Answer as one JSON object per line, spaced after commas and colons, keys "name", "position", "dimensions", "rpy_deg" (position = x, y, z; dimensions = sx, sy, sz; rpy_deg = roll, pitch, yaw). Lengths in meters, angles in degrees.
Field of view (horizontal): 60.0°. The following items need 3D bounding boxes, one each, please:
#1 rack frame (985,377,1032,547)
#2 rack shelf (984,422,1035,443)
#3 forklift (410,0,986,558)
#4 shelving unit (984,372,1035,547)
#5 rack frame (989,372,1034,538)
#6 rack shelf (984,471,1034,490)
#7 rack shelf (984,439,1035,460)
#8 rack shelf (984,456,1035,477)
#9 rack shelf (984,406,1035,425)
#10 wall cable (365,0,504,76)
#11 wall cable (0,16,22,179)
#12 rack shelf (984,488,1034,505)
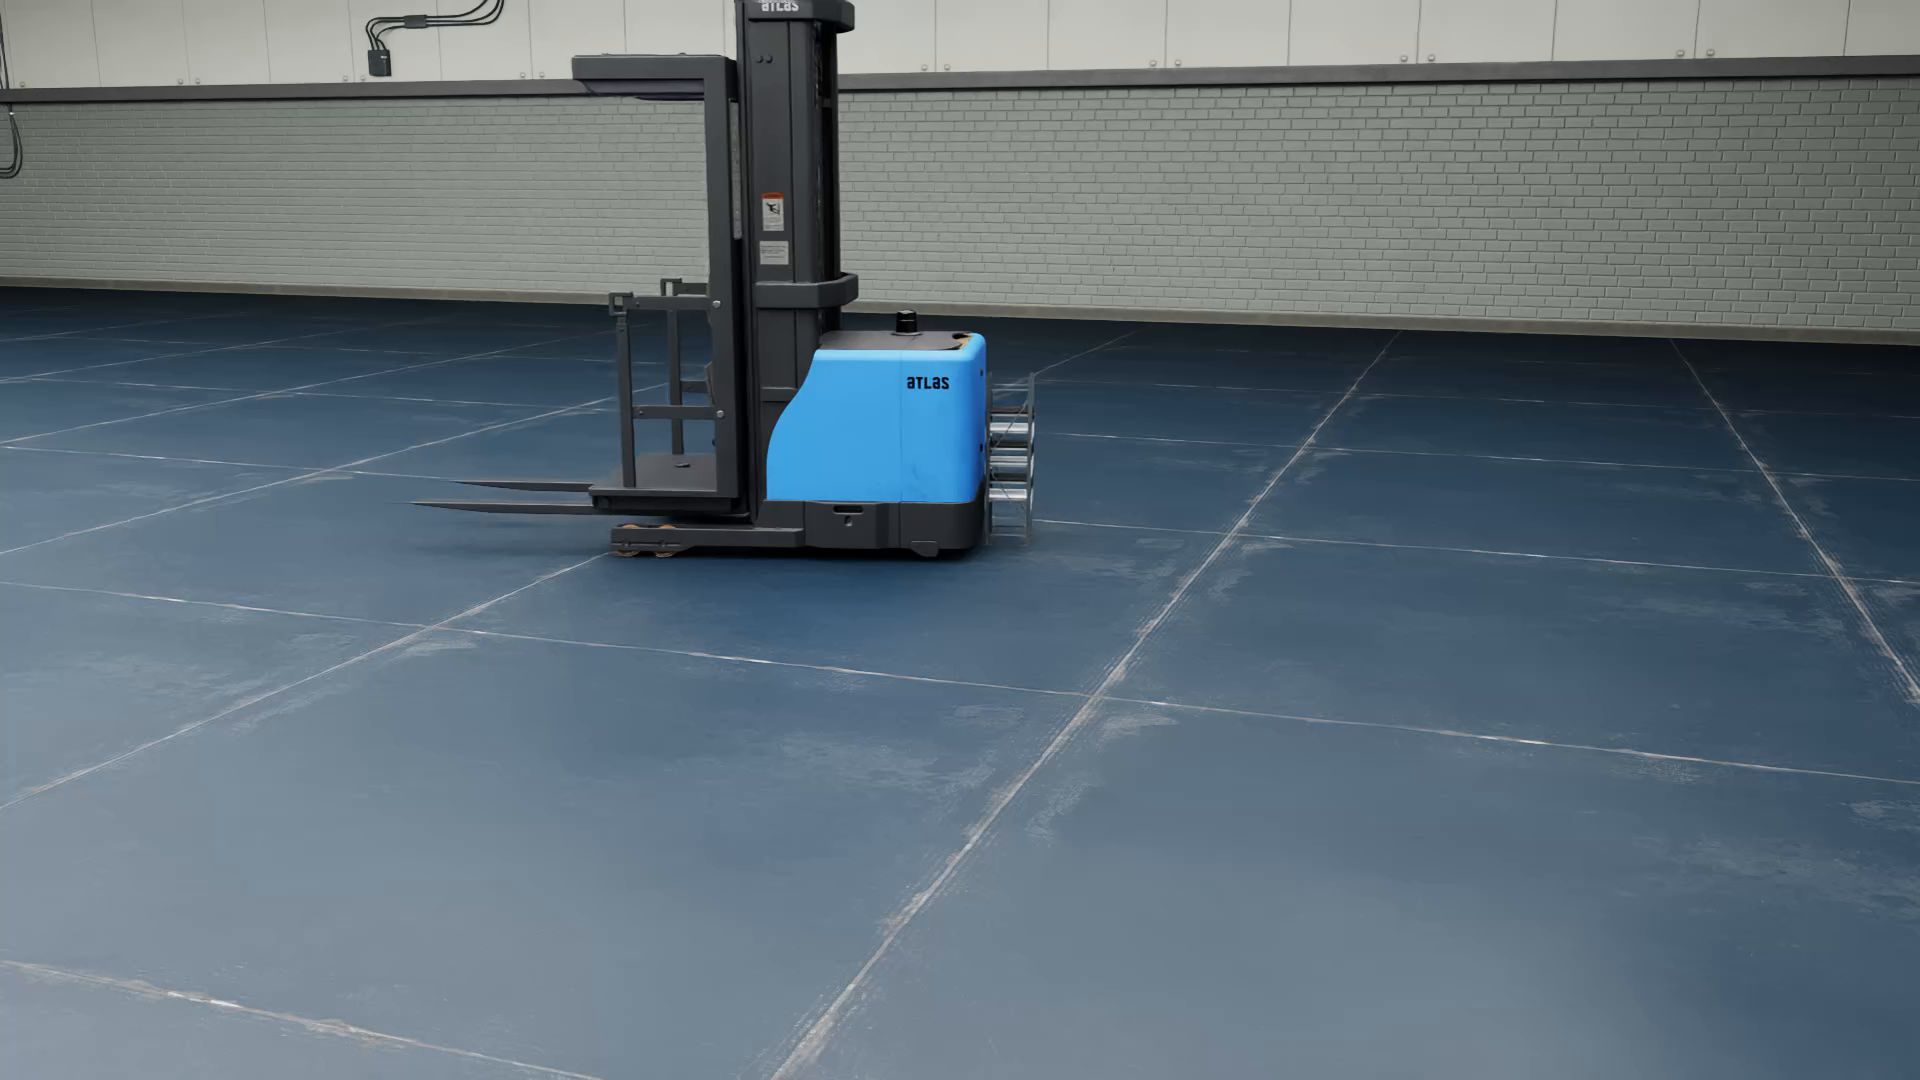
{"name": "rack frame", "position": [0.254, -0.406, 8.744], "dimensions": [0.240, 0.900, 0.006], "rpy_deg": [1, 13, 5]}
{"name": "rack shelf", "position": [0.264, -0.572, 8.811], "dimensions": [0.258, 0.077, 0.200], "rpy_deg": [1, 13, 5]}
{"name": "forklift", "position": [-1.393, -1.454, 8.772], "dimensions": [3.031, 2.935, 1.130], "rpy_deg": [1, 13, 5]}
{"name": "shelving unit", "position": [0.263, -0.429, 8.843], "dimensions": [0.258, 0.900, 0.210], "rpy_deg": [1, 13, 5]}
{"name": "rack frame", "position": [0.272, -0.452, 8.942], "dimensions": [0.240, 0.900, 0.006], "rpy_deg": [1, 13, 5]}
{"name": "rack shelf", "position": [0.263, -0.309, 8.871], "dimensions": [0.258, 0.077, 0.200], "rpy_deg": [1, 13, 5]}
{"name": "rack shelf", "position": [0.263, -0.484, 8.831], "dimensions": [0.258, 0.077, 0.200], "rpy_deg": [1, 13, 5]}
{"name": "rack shelf", "position": [0.263, -0.396, 8.851], "dimensions": [0.258, 0.077, 0.200], "rpy_deg": [1, 13, 5]}
{"name": "rack shelf", "position": [0.264, -0.660, 8.790], "dimensions": [0.258, 0.077, 0.200], "rpy_deg": [1, 13, 5]}
{"name": "wall cable", "position": [-7.430, -9.562, 23.016], "dimensions": [2.305, 6.003, 0.169], "rpy_deg": [4, 14, 18]}
{"name": "wall cable", "position": [-16.407, -7.077, 26.749], "dimensions": [3.097, 2.526, 0.112], "rpy_deg": [4, 14, 18]}
{"name": "rack shelf", "position": [0.263, -0.221, 8.891], "dimensions": [0.258, 0.077, 0.200], "rpy_deg": [1, 13, 5]}
